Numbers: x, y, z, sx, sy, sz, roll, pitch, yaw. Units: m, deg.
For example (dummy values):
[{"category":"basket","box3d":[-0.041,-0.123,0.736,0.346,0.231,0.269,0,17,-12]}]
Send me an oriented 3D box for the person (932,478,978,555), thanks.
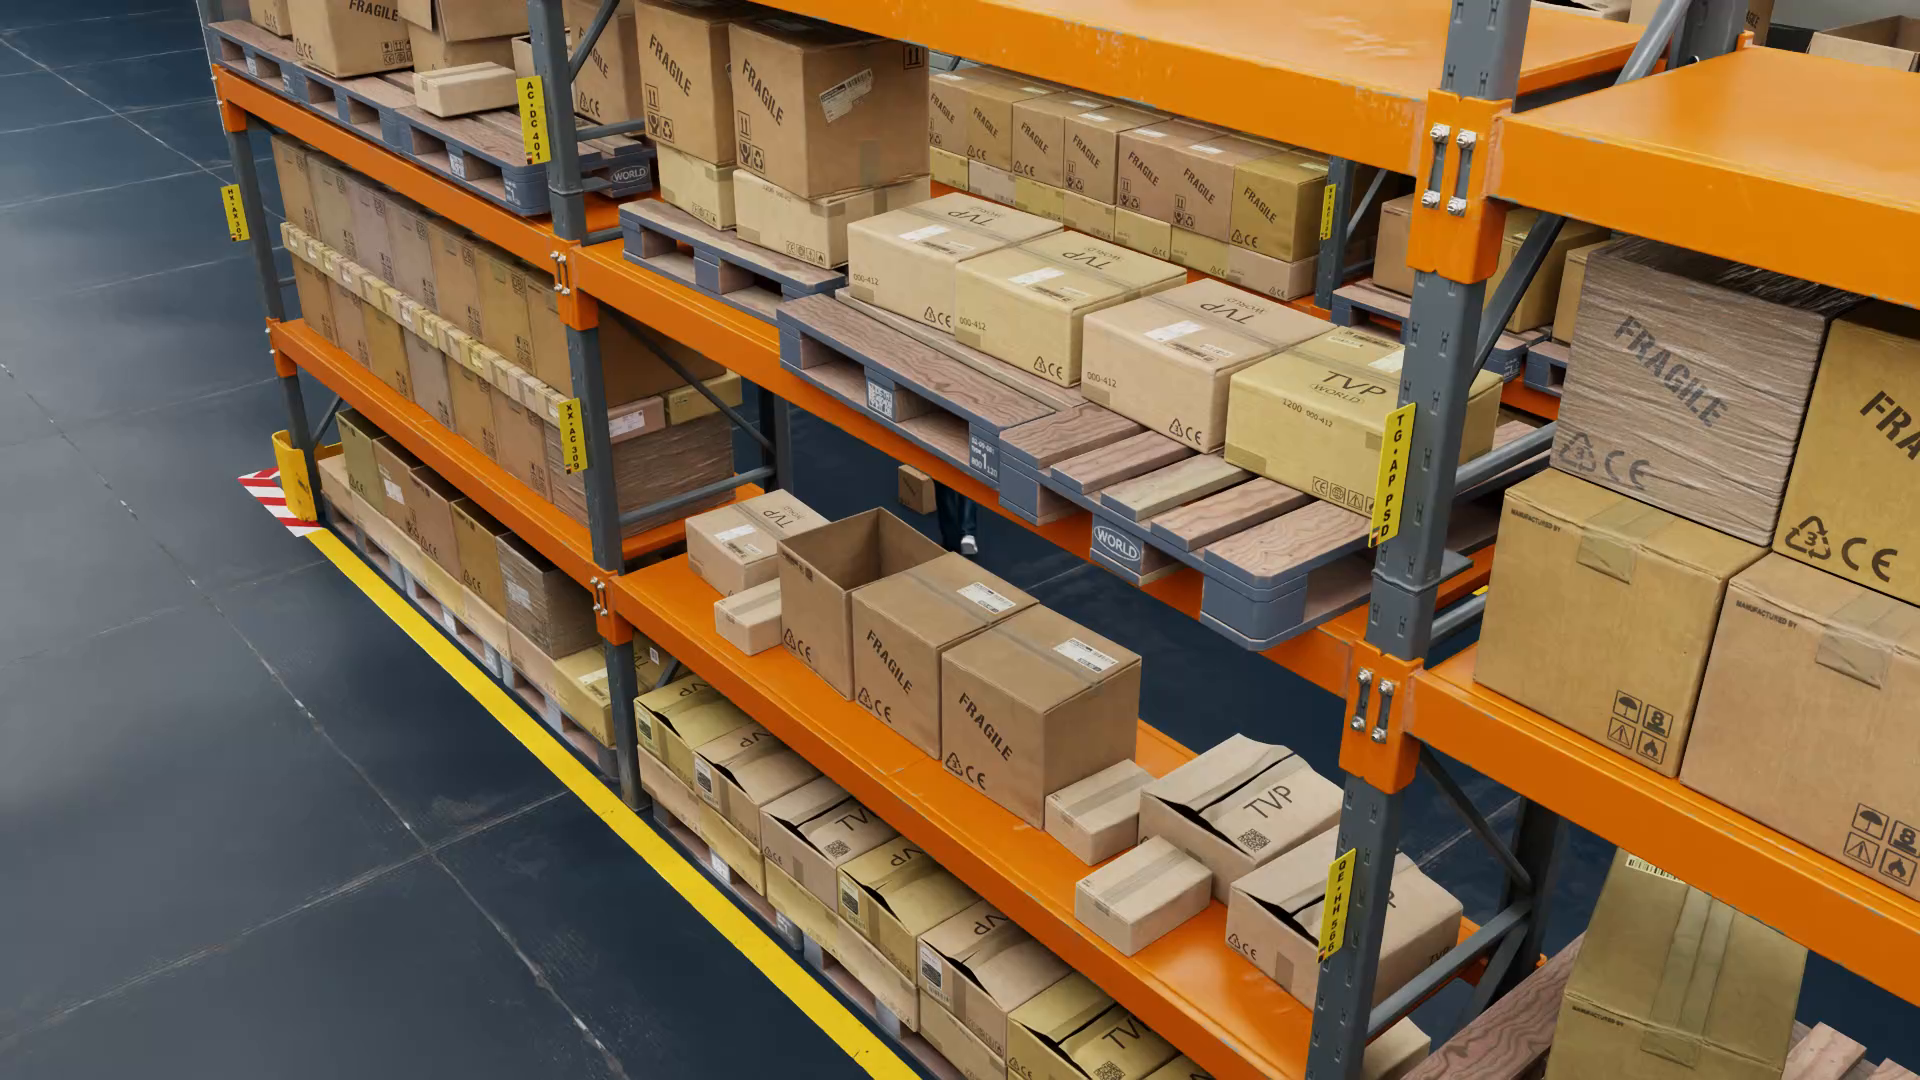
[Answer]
[{"category":"person","box3d":[-0.058,-0.586,9.706,0.466,1.595,0.412,-4,29,-7]}]
